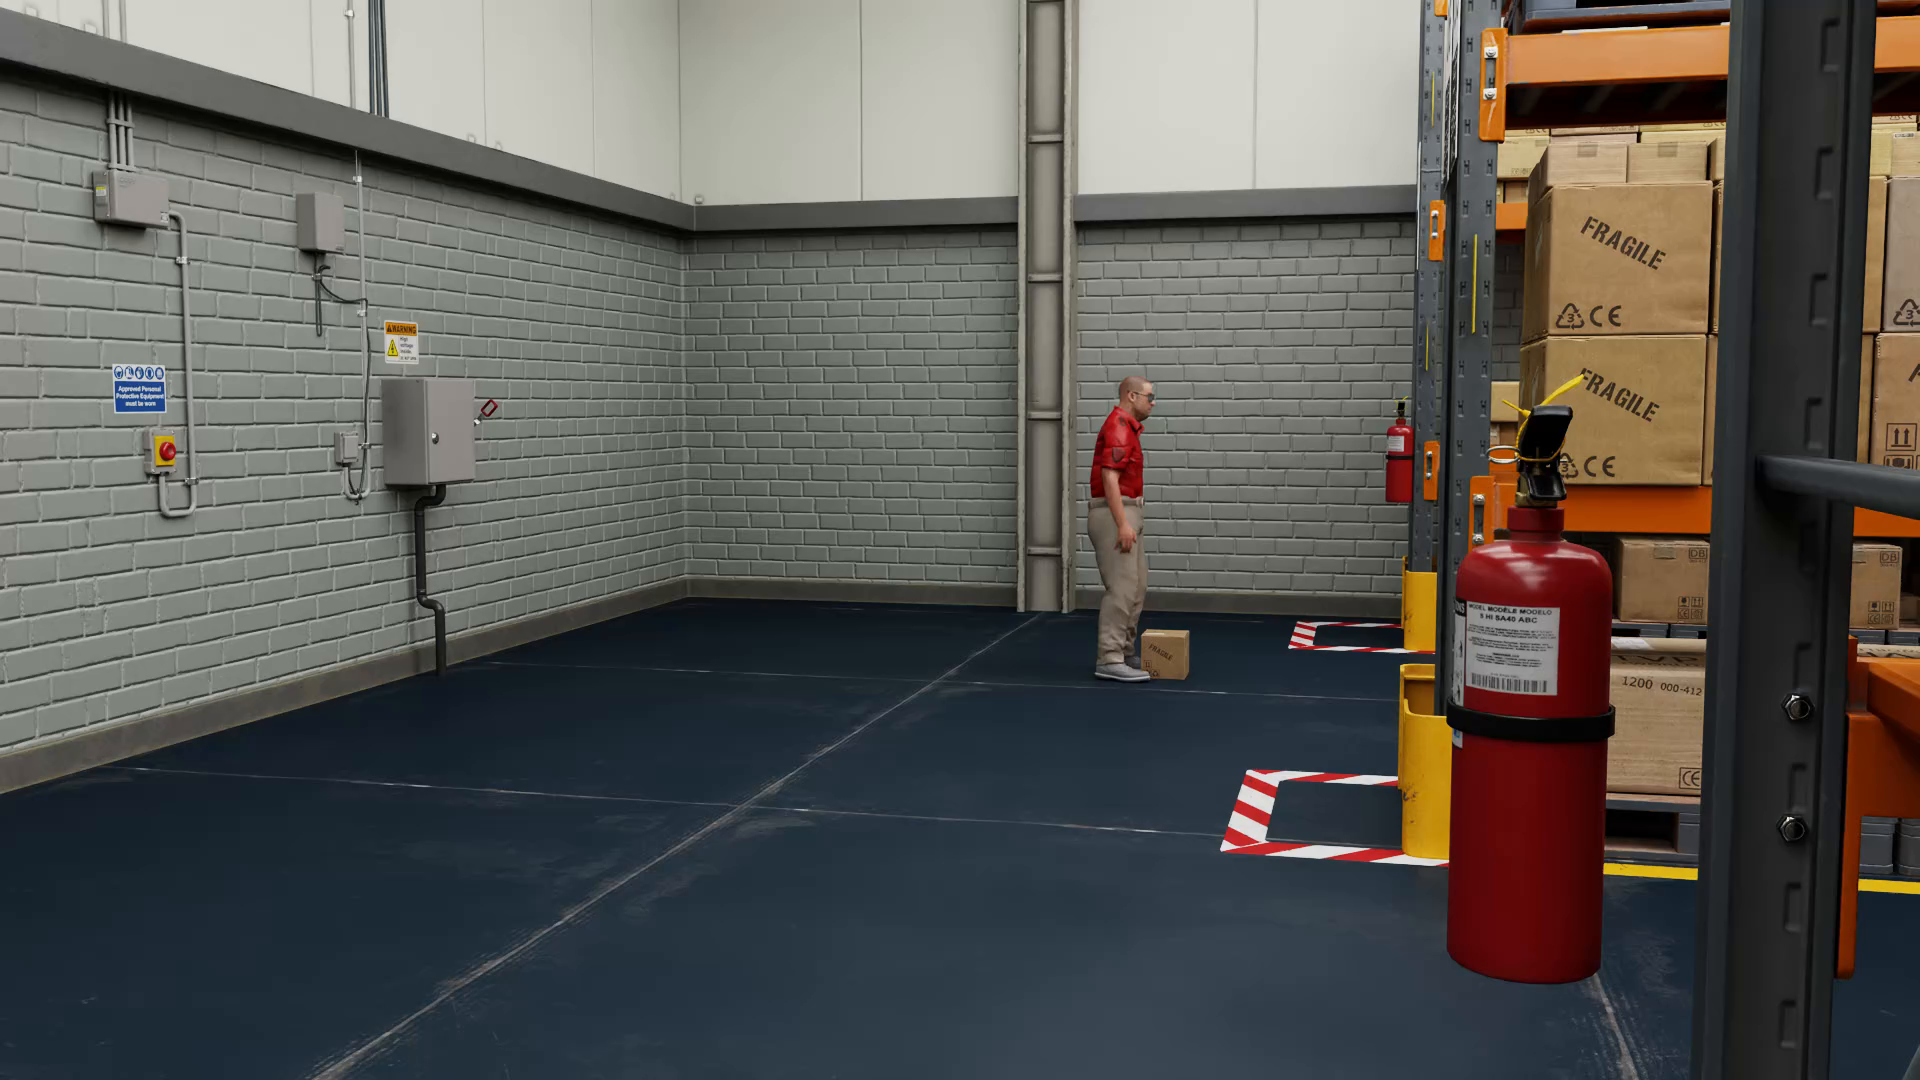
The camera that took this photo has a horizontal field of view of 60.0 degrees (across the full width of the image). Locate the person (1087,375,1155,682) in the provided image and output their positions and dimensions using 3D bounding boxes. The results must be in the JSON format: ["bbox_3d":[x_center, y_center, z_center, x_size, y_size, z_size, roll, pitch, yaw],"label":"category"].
[{"bbox_3d":[0.956,-0.082,9.579,0.425,1.727,0.596,1,5,12],"label":"person"}]
